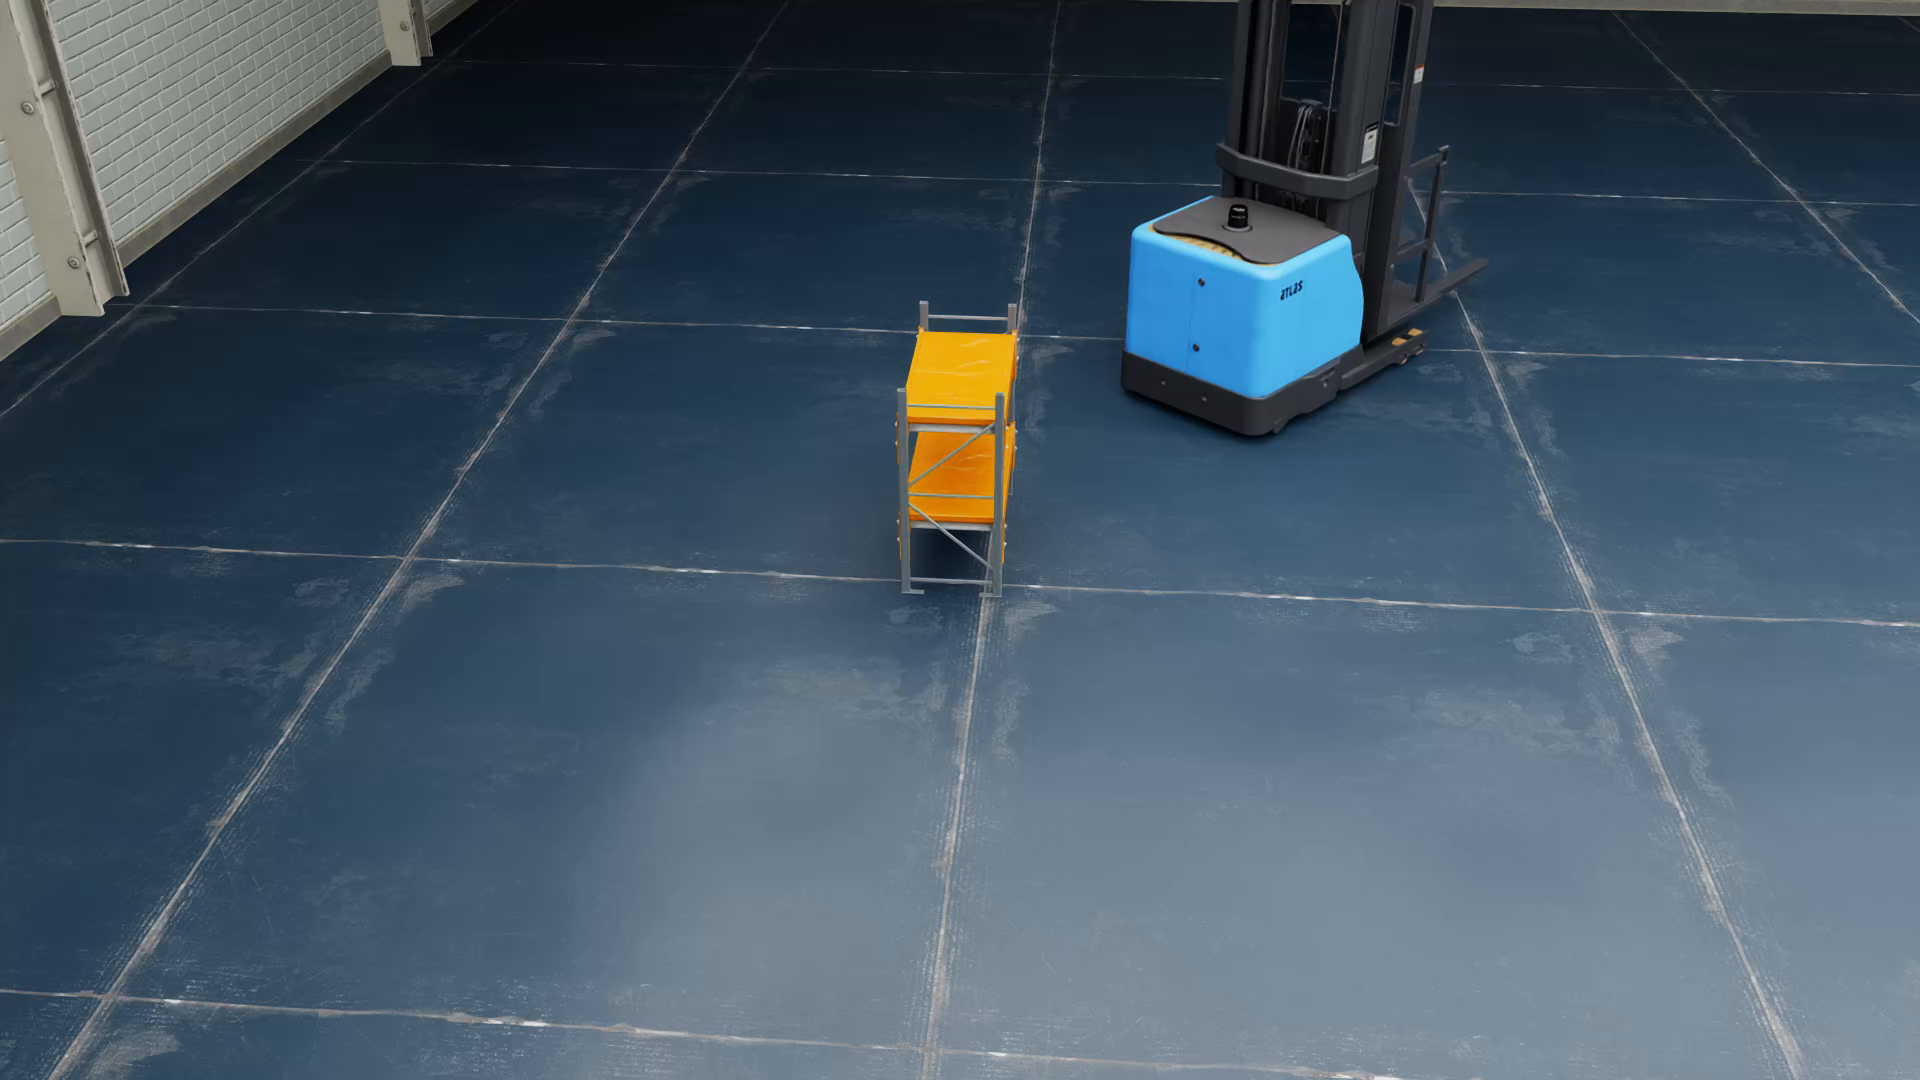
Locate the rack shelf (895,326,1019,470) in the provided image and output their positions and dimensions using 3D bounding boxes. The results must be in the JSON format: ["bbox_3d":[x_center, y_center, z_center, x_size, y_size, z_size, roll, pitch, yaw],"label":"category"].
[{"bbox_3d":[-0.001,-0.725,8.296,0.538,0.278,1.000,2,32,4],"label":"rack shelf"}]

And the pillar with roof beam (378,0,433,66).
[{"bbox_3d":[-1.141,-8.400,13.804,9.100,9.000,0.400,2,32,4],"label":"pillar with roof beam"}]

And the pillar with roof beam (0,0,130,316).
[{"bbox_3d":[-1.630,-5.263,8.713,9.100,9.000,0.400,2,32,4],"label":"pillar with roof beam"}]

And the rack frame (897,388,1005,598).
[{"bbox_3d":[-0.042,-0.210,8.018,0.500,1.125,0.032,2,32,4],"label":"rack frame"}]

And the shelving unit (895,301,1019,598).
[{"bbox_3d":[-0.001,-0.475,8.449,0.538,1.125,1.048,2,32,4],"label":"shelving unit"}]

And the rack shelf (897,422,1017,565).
[{"bbox_3d":[-0.001,-0.267,8.577,0.538,0.278,1.000,2,32,4],"label":"rack shelf"}]

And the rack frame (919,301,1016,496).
[{"bbox_3d":[0.041,-0.741,8.880,0.500,1.125,0.032,2,32,4],"label":"rack frame"}]

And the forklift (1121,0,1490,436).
[{"bbox_3d":[2.365,-2.527,10.058,1.130,2.935,3.031,27,40,36],"label":"forklift"}]
